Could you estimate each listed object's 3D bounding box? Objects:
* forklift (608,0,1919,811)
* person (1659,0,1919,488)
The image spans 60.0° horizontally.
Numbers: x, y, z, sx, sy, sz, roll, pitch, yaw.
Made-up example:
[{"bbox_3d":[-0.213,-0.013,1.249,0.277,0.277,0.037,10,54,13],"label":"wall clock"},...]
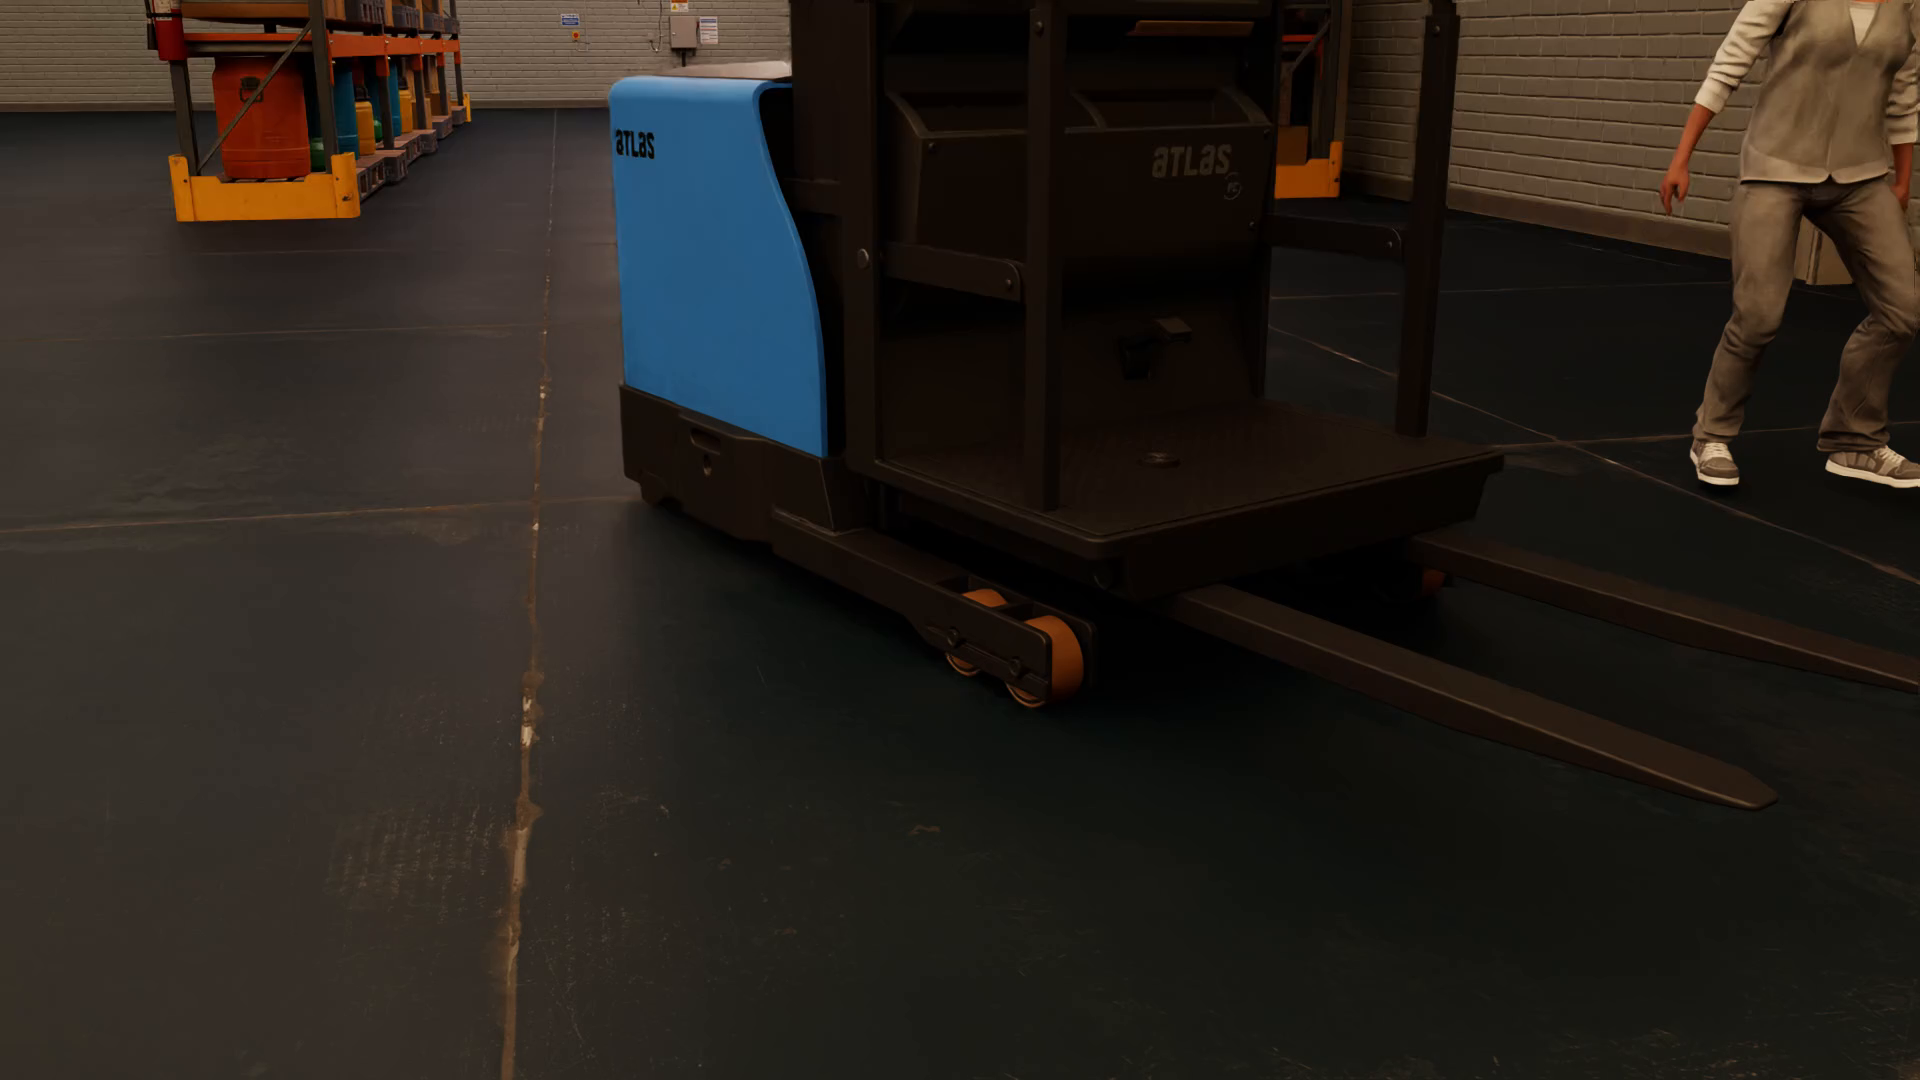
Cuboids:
[{"bbox_3d":[0.388,-1.259,3.105,1.130,2.935,3.031,-12,20,-34],"label":"forklift"},{"bbox_3d":[2.169,-0.897,4.224,0.729,1.557,0.397,1,17,4],"label":"person"}]
